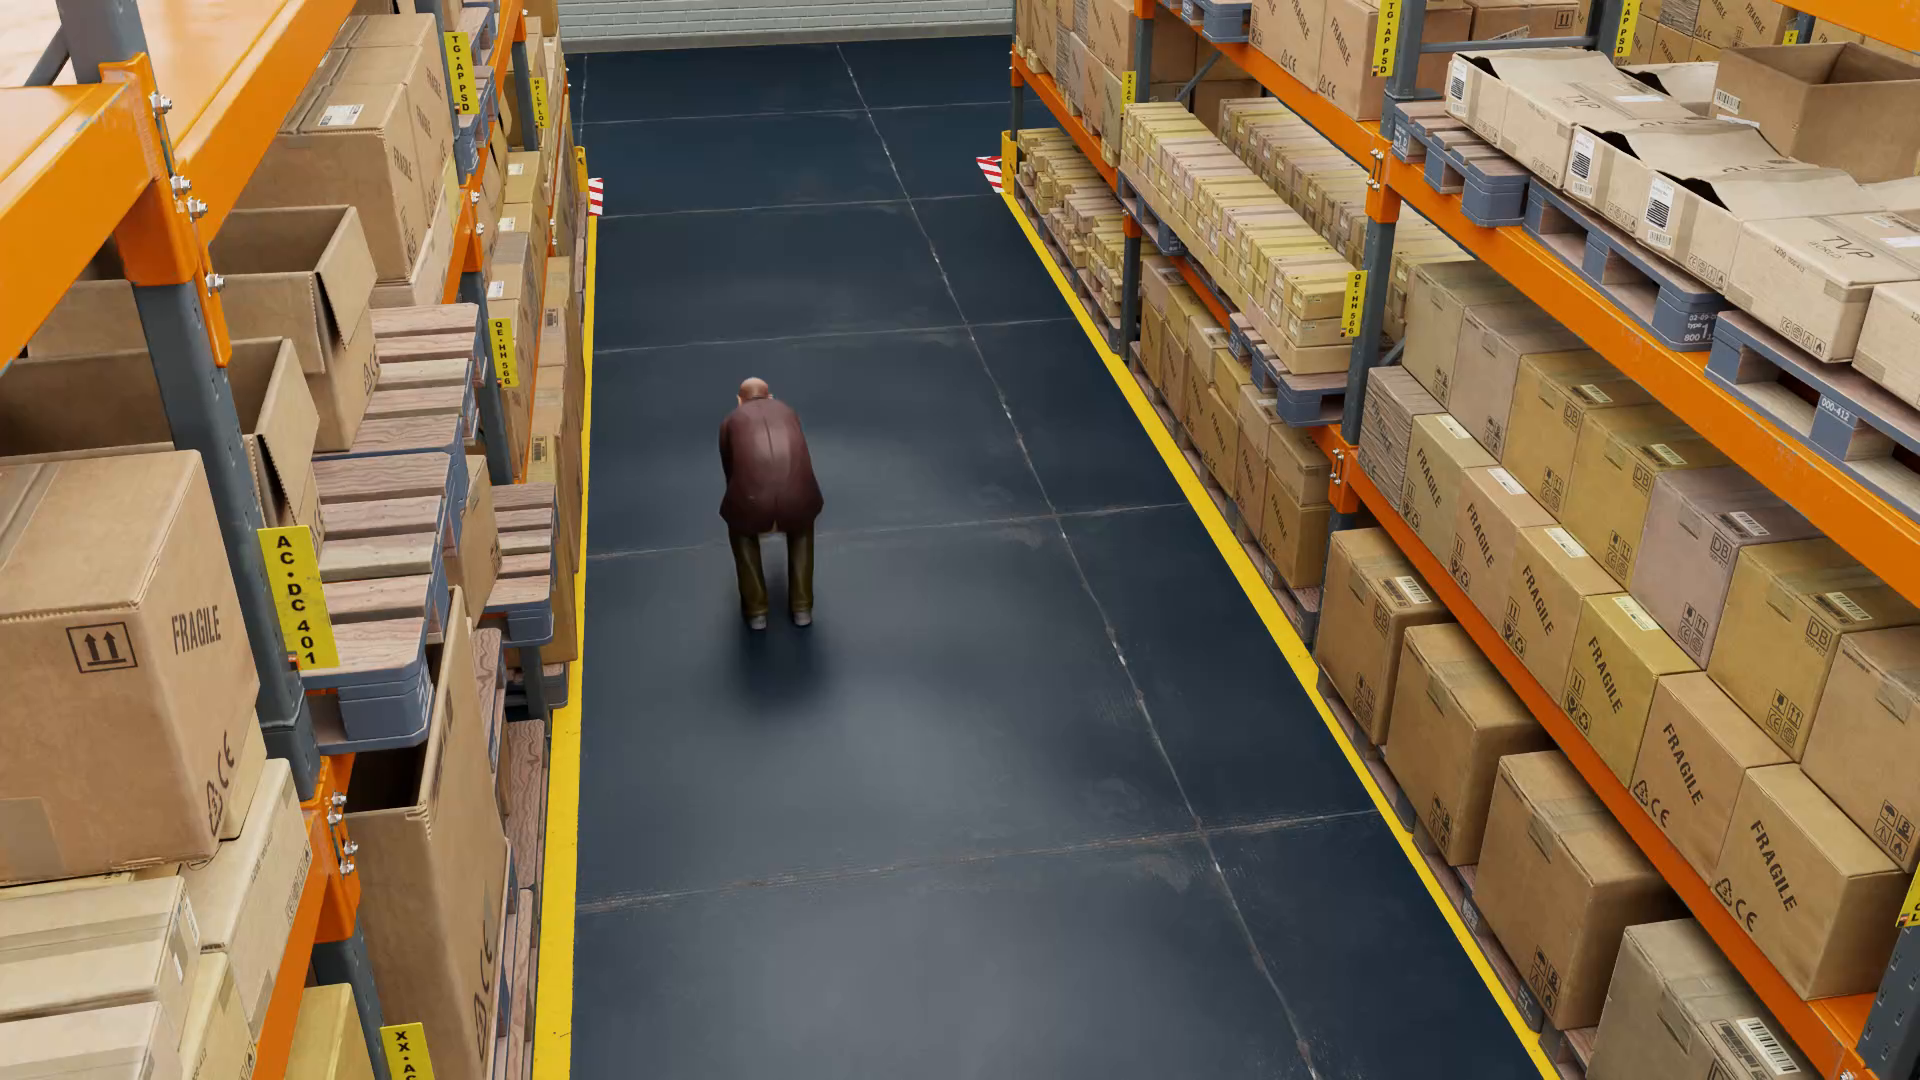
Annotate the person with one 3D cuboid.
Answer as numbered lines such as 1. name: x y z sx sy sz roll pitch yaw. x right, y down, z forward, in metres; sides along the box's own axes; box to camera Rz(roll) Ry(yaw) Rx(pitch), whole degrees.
1. person: -1.052 -0.205 9.124 0.565 1.157 0.945 -6 31 -11
